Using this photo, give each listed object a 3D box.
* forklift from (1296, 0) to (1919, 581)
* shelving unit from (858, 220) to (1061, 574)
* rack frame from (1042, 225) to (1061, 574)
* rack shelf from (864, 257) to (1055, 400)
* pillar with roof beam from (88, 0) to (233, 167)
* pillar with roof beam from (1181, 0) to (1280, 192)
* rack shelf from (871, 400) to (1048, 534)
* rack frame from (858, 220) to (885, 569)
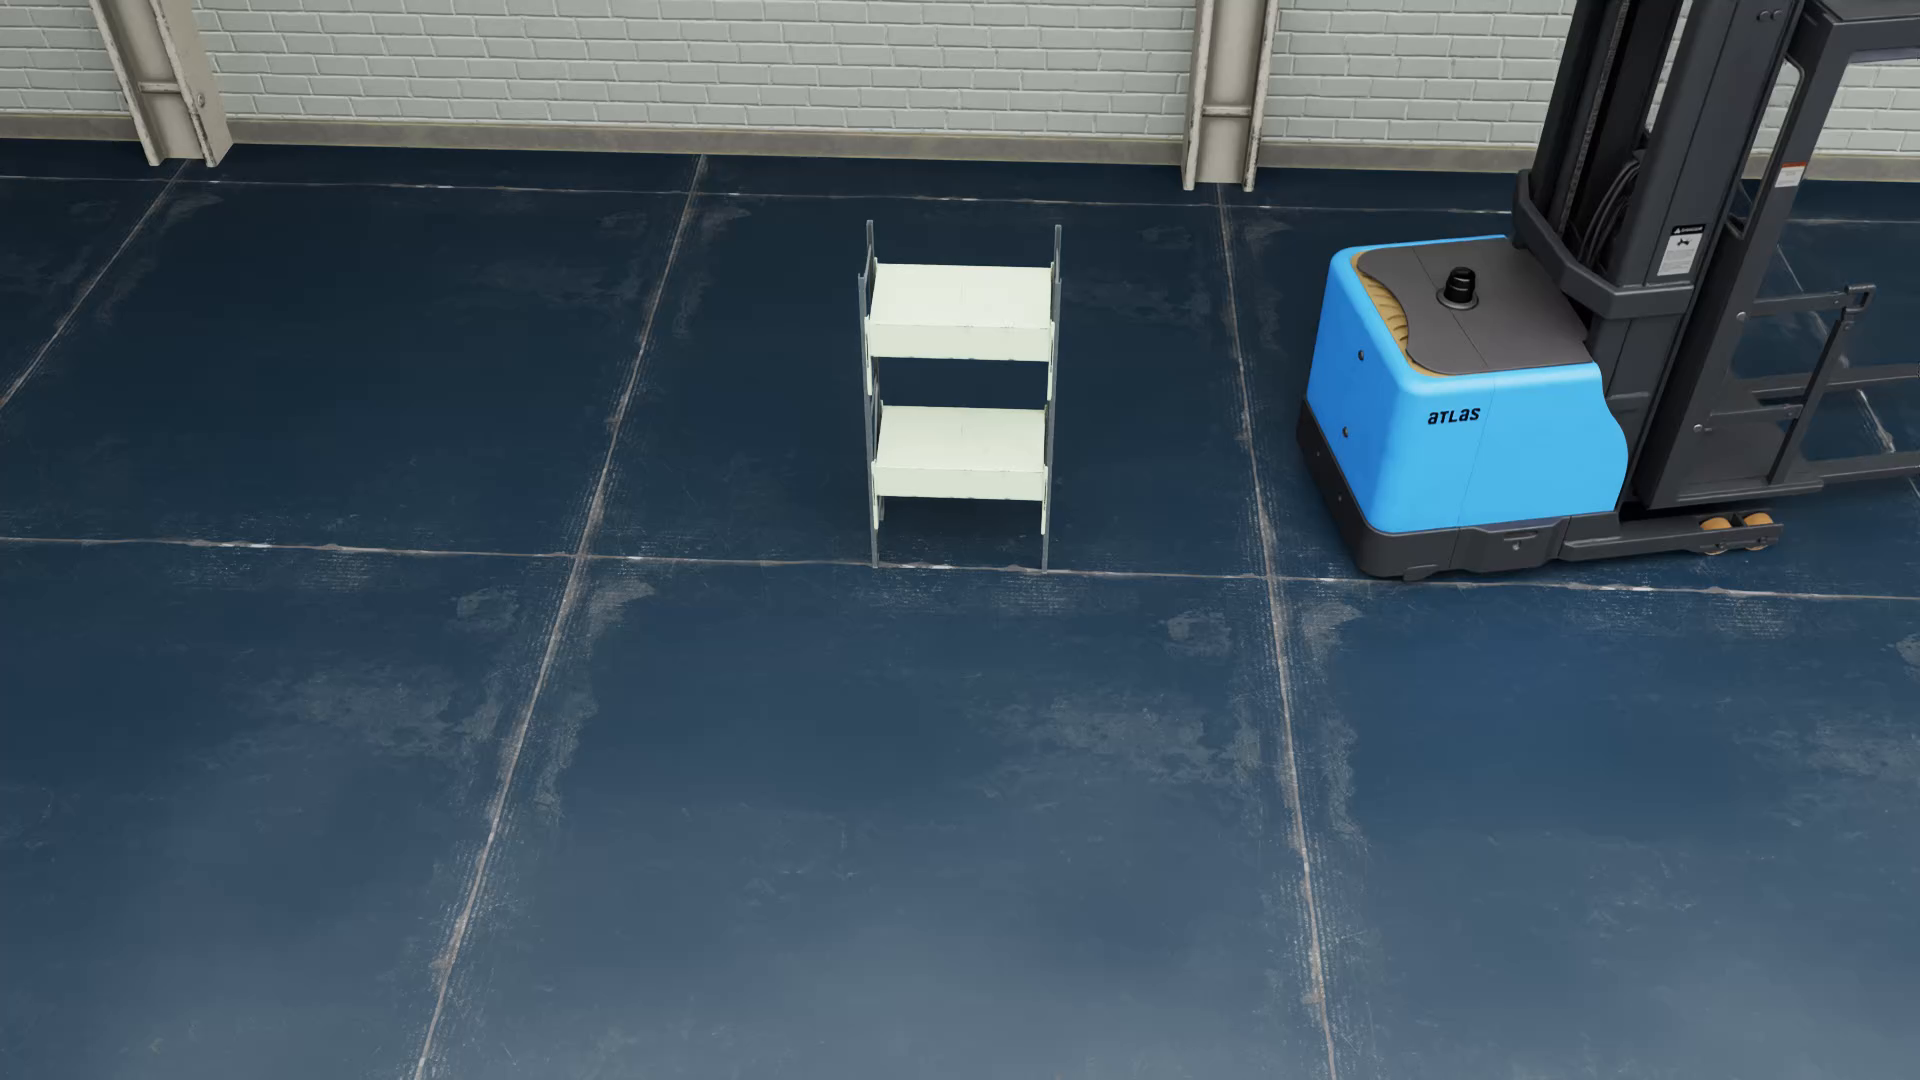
[{"bbox_3d":[3.127,-1.360,6.645,3.031,2.935,1.130,-6,43,-6],"label":"forklift"},{"bbox_3d":[0.007,-0.549,6.824,0.755,1.500,0.431,2,43,2],"label":"shelving unit"},{"bbox_3d":[0.372,-0.537,6.812,0.023,1.500,0.400,2,43,2],"label":"rack frame"},{"bbox_3d":[0.007,-0.834,6.558,0.720,0.370,0.431,2,43,2],"label":"rack shelf"},{"bbox_3d":[-4.709,-2.640,3.567,0.400,9.000,9.100,2,43,2],"label":"pillar with roof beam"},{"bbox_3d":[1.285,-2.456,3.369,0.400,9.000,9.100,2,43,2],"label":"pillar with roof beam"},{"bbox_3d":[0.007,-0.310,7.046,0.720,0.370,0.431,2,43,2],"label":"rack shelf"},{"bbox_3d":[-0.359,-0.560,6.836,0.023,1.500,0.400,2,43,2],"label":"rack frame"}]
